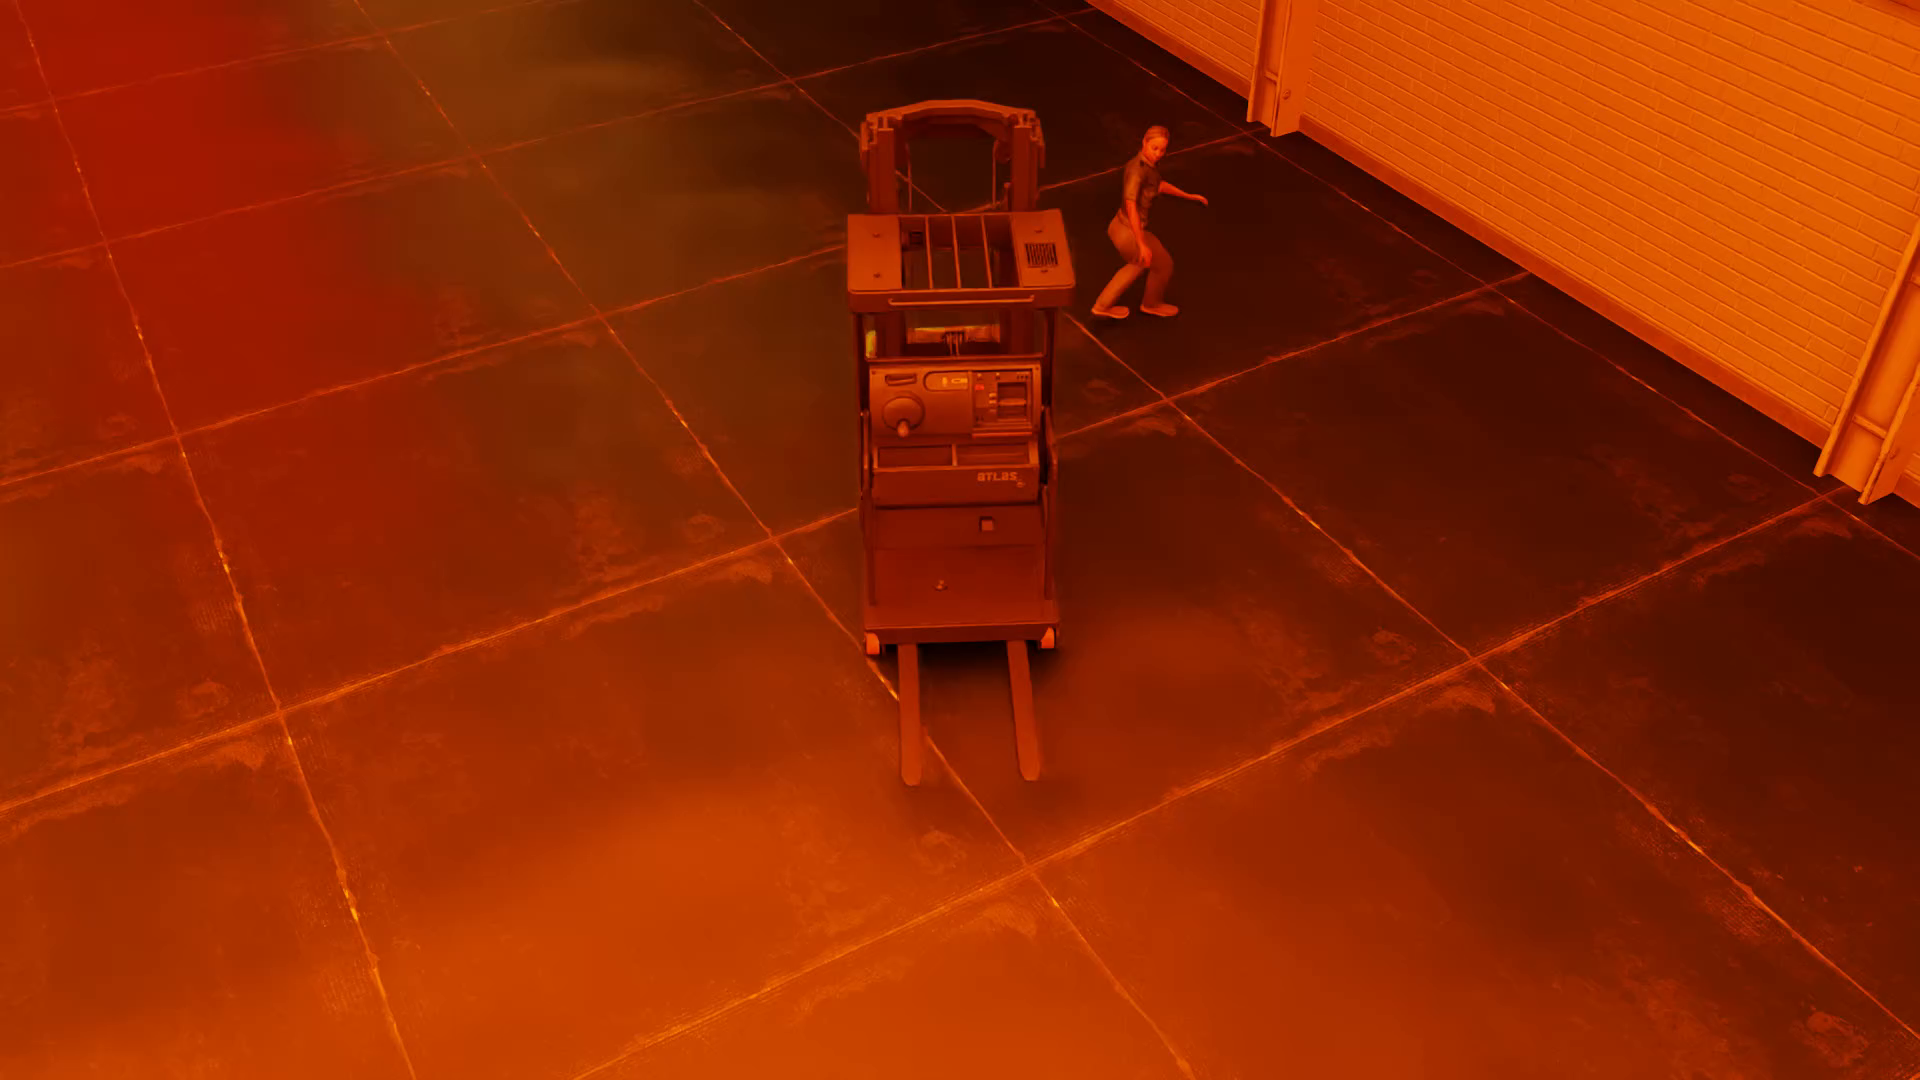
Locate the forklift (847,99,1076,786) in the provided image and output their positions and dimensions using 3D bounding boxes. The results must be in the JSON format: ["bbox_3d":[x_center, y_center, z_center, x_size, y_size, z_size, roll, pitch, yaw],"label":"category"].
[{"bbox_3d":[-0.011,-0.683,8.859,1.130,2.935,3.031,-2,40,-2],"label":"forklift"}]

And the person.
[{"bbox_3d":[1.375,-2.159,11.766,0.817,1.521,0.785,-5,40,-6],"label":"person"}]
